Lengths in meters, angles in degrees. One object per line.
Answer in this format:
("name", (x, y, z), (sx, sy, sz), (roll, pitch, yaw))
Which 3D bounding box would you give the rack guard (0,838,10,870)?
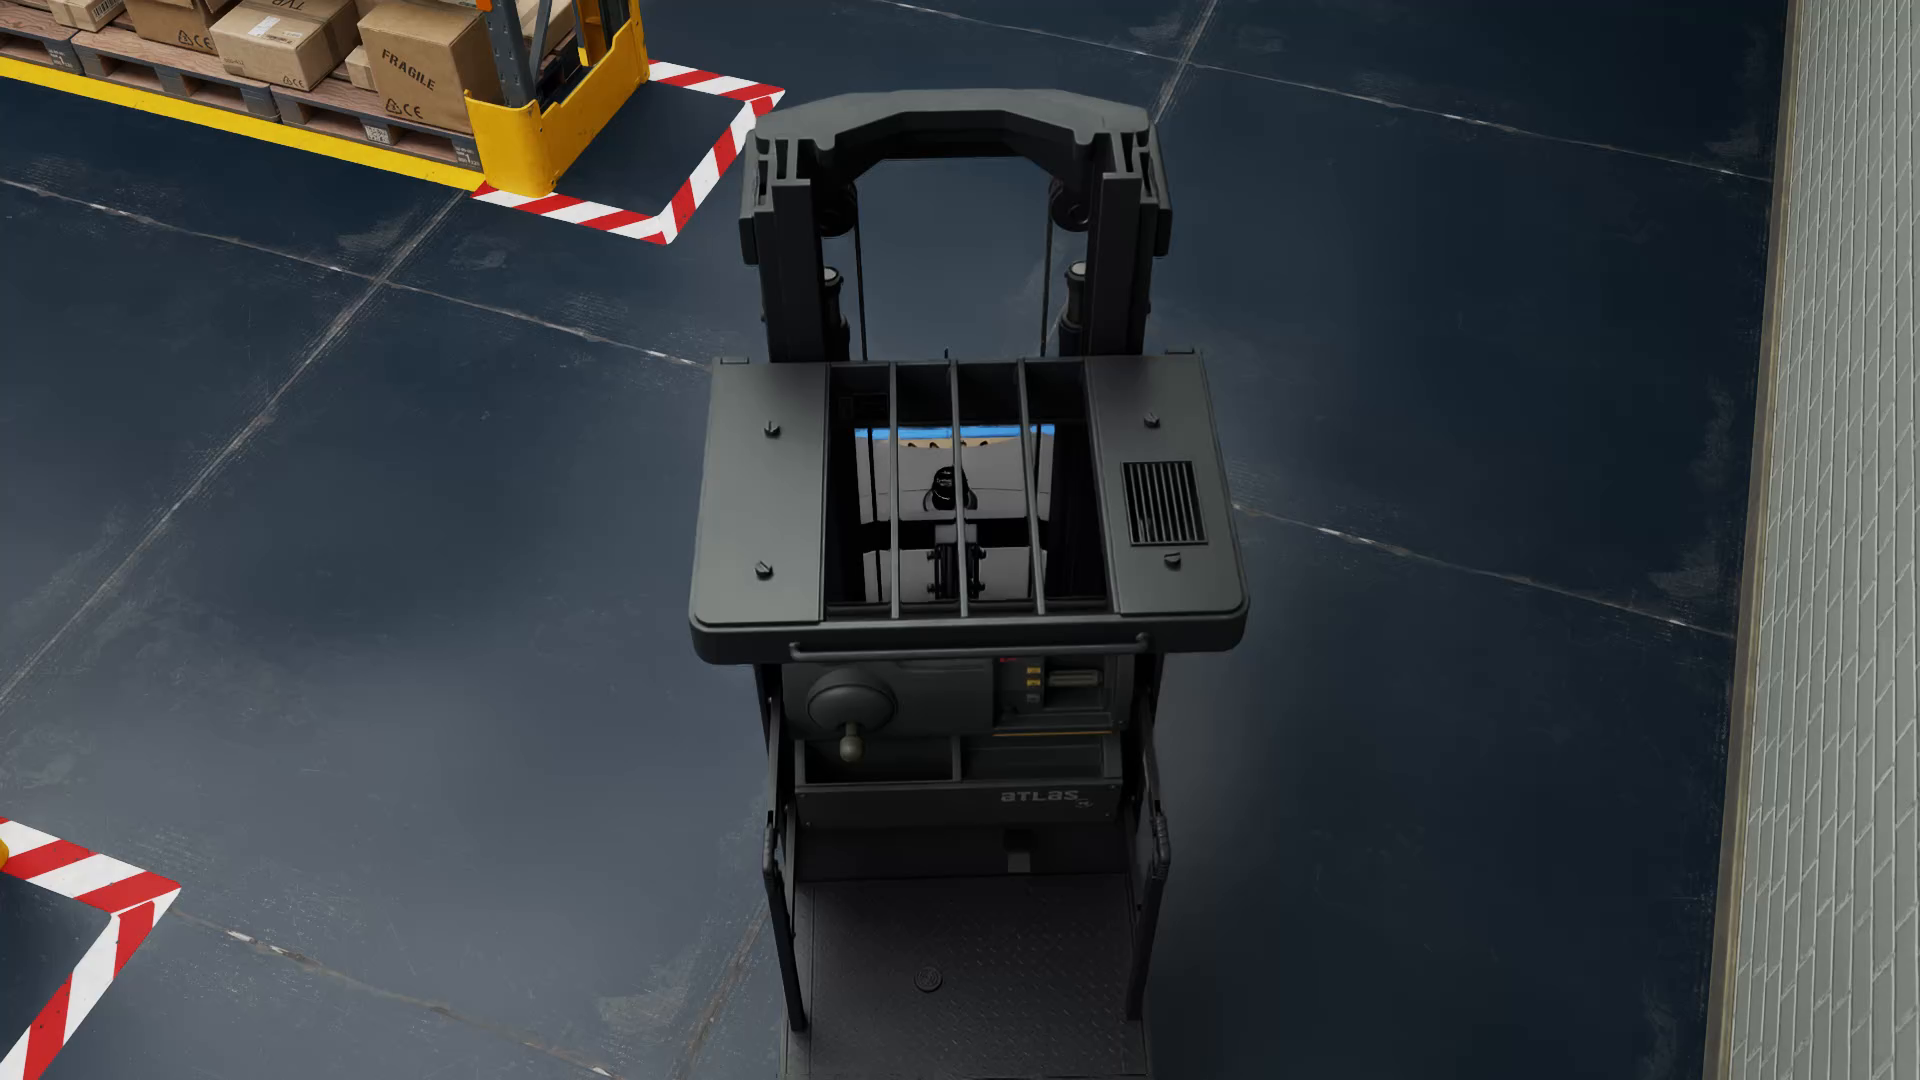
("rack guard", (-3.593, 1.263, 5.191), (0.348, 0.500, 1.175), (16, 51, 13))

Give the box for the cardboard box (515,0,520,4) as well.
("cardboard box", (-2.408, -2.698, 8.553), (0.250, 0.166, 0.380), (16, 51, 13))

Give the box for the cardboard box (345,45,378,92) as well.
("cardboard box", (-2.844, -2.416, 8.310), (0.250, 0.166, 0.380), (16, 51, 13))

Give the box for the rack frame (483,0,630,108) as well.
("rack frame", (-1.900, -3.063, 7.286), (0.127, 3.000, 1.000), (16, 51, 13))

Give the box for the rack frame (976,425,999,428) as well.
("rack frame", (0.103, -0.266, 6.252), (0.006, 0.900, 0.240), (16, 51, 13))

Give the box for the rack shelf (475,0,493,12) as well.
("rack shelf", (-3.776, -3.351, 8.012), (4.000, 0.370, 1.077), (16, 51, 13))

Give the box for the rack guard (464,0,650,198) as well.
("rack guard", (-1.971, -2.264, 8.248), (0.348, 0.500, 1.175), (16, 51, 13))

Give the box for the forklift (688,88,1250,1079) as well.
("forklift", (0.006, 0.487, 4.255), (1.130, 2.935, 3.031), (-1, 49, -1))

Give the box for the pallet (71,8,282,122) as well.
("pallet", (-3.860, -2.698, 8.815), (1.213, 0.211, 1.003), (16, 51, 13))

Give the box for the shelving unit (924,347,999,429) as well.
("shelving unit", (0.008, -0.293, 6.275), (0.210, 0.900, 0.258), (16, 51, 13))

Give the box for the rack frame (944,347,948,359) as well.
("rack frame", (-0.088, -0.319, 6.298), (0.006, 0.900, 0.240), (16, 51, 13))

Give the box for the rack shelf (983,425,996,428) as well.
("rack shelf", (0.008, -0.389, 6.164), (0.200, 0.077, 0.258), (16, 51, 13))

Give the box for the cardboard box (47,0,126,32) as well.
("cardboard box", (-4.519, -2.844, 8.680), (0.250, 0.166, 0.380), (16, 51, 13))

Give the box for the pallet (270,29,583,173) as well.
("pallet", (-2.720, -2.377, 8.538), (1.213, 0.211, 1.003), (16, 51, 13))

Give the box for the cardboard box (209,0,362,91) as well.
("cardboard box", (-3.376, -2.544, 8.365), (0.500, 0.250, 0.500), (16, 51, 13))

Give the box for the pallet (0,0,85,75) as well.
("pallet", (-5.008, -3.016, 9.091), (1.213, 0.211, 1.003), (16, 51, 13))

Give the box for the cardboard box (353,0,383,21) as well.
("cardboard box", (-2.781, -2.781, 8.570), (0.500, 0.250, 0.500), (16, 51, 13))

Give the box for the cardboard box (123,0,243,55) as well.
("cardboard box", (-3.888, -2.948, 8.548), (0.637, 0.503, 0.797), (16, 51, 13))

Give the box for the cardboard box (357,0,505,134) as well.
("cardboard box", (-2.495, -2.356, 8.036), (0.500, 0.500, 0.500), (16, 51, 13))

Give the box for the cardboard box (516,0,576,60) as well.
("cardboard box", (-2.174, -2.626, 8.503), (0.250, 0.149, 0.380), (16, 51, 13))

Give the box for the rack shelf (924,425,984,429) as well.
("rack shelf", (0.008, -0.448, 6.096), (0.200, 0.077, 0.258), (16, 51, 13))
